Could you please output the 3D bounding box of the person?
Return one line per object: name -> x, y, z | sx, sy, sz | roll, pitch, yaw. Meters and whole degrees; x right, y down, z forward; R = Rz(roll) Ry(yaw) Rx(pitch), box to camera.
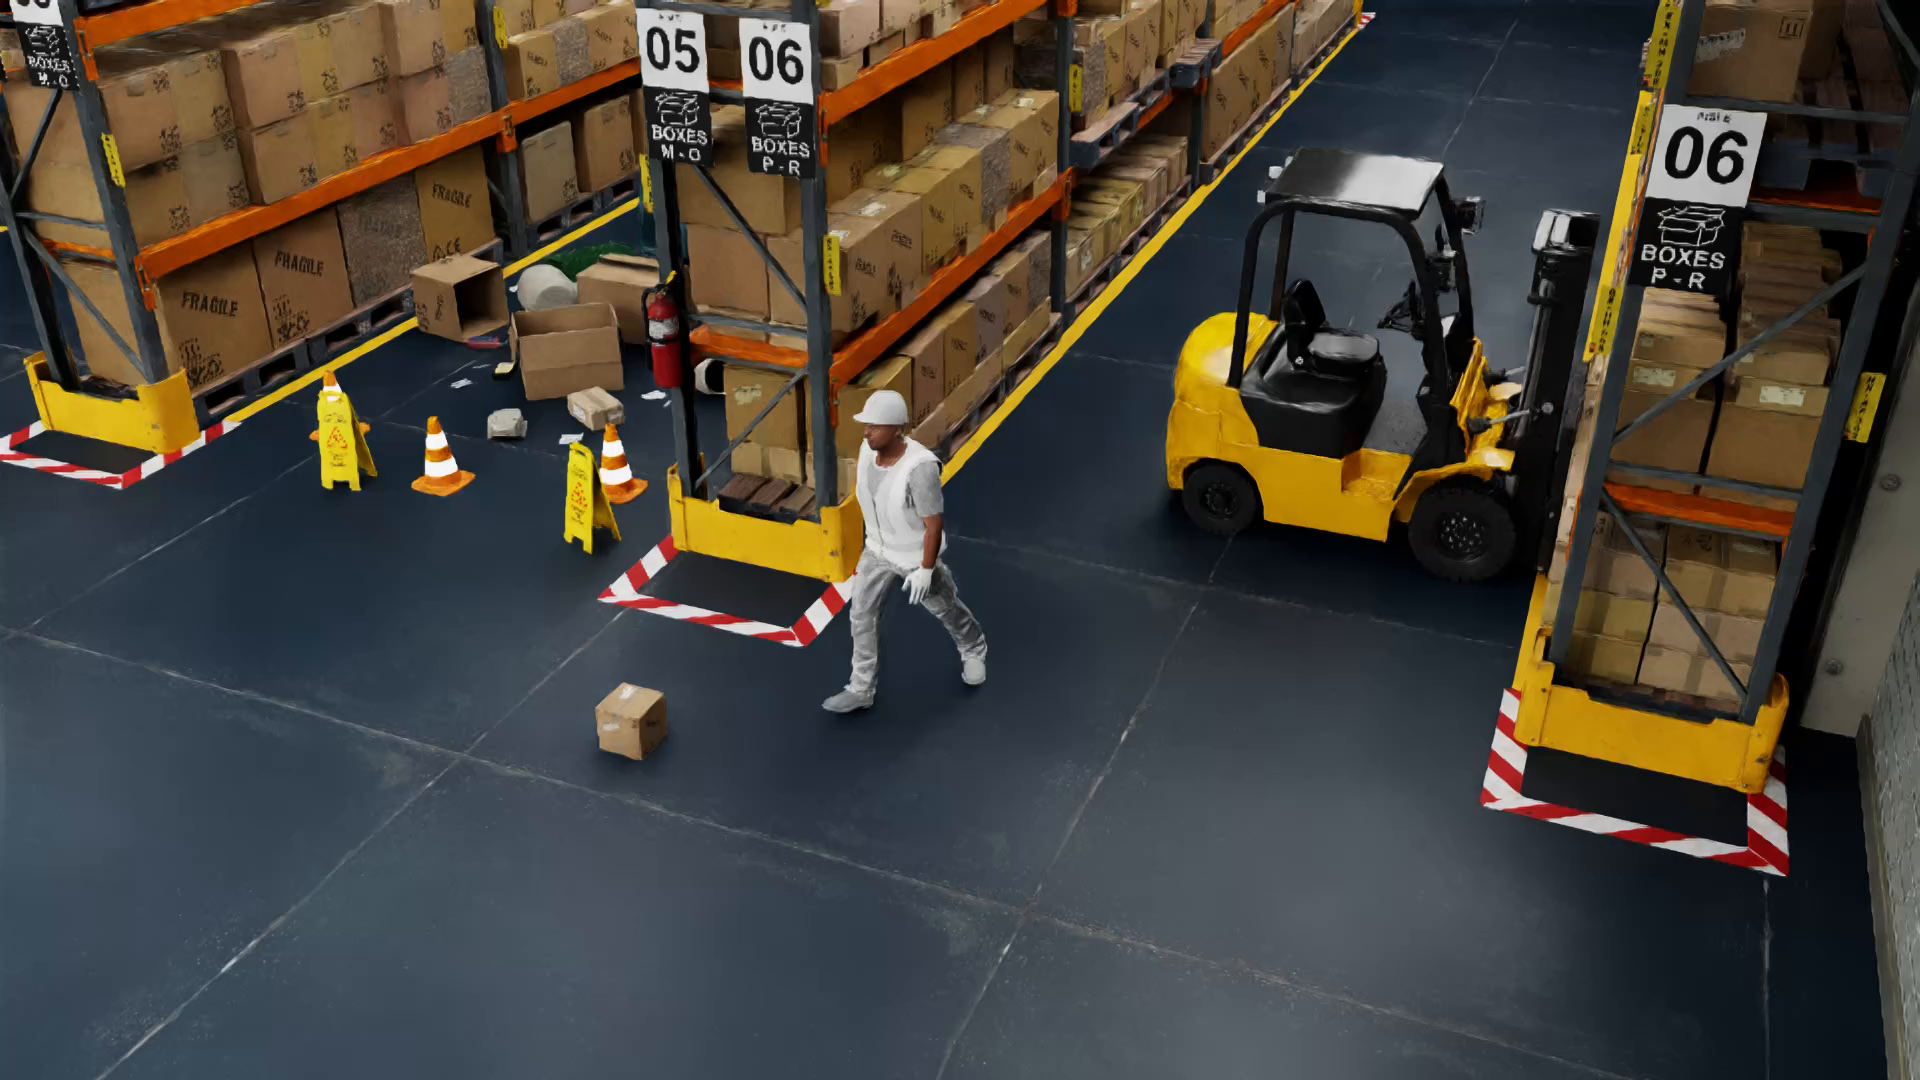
person -> -0.279, 0.048, 8.329 | 0.596, 1.758, 0.936 | 25, 38, 37
